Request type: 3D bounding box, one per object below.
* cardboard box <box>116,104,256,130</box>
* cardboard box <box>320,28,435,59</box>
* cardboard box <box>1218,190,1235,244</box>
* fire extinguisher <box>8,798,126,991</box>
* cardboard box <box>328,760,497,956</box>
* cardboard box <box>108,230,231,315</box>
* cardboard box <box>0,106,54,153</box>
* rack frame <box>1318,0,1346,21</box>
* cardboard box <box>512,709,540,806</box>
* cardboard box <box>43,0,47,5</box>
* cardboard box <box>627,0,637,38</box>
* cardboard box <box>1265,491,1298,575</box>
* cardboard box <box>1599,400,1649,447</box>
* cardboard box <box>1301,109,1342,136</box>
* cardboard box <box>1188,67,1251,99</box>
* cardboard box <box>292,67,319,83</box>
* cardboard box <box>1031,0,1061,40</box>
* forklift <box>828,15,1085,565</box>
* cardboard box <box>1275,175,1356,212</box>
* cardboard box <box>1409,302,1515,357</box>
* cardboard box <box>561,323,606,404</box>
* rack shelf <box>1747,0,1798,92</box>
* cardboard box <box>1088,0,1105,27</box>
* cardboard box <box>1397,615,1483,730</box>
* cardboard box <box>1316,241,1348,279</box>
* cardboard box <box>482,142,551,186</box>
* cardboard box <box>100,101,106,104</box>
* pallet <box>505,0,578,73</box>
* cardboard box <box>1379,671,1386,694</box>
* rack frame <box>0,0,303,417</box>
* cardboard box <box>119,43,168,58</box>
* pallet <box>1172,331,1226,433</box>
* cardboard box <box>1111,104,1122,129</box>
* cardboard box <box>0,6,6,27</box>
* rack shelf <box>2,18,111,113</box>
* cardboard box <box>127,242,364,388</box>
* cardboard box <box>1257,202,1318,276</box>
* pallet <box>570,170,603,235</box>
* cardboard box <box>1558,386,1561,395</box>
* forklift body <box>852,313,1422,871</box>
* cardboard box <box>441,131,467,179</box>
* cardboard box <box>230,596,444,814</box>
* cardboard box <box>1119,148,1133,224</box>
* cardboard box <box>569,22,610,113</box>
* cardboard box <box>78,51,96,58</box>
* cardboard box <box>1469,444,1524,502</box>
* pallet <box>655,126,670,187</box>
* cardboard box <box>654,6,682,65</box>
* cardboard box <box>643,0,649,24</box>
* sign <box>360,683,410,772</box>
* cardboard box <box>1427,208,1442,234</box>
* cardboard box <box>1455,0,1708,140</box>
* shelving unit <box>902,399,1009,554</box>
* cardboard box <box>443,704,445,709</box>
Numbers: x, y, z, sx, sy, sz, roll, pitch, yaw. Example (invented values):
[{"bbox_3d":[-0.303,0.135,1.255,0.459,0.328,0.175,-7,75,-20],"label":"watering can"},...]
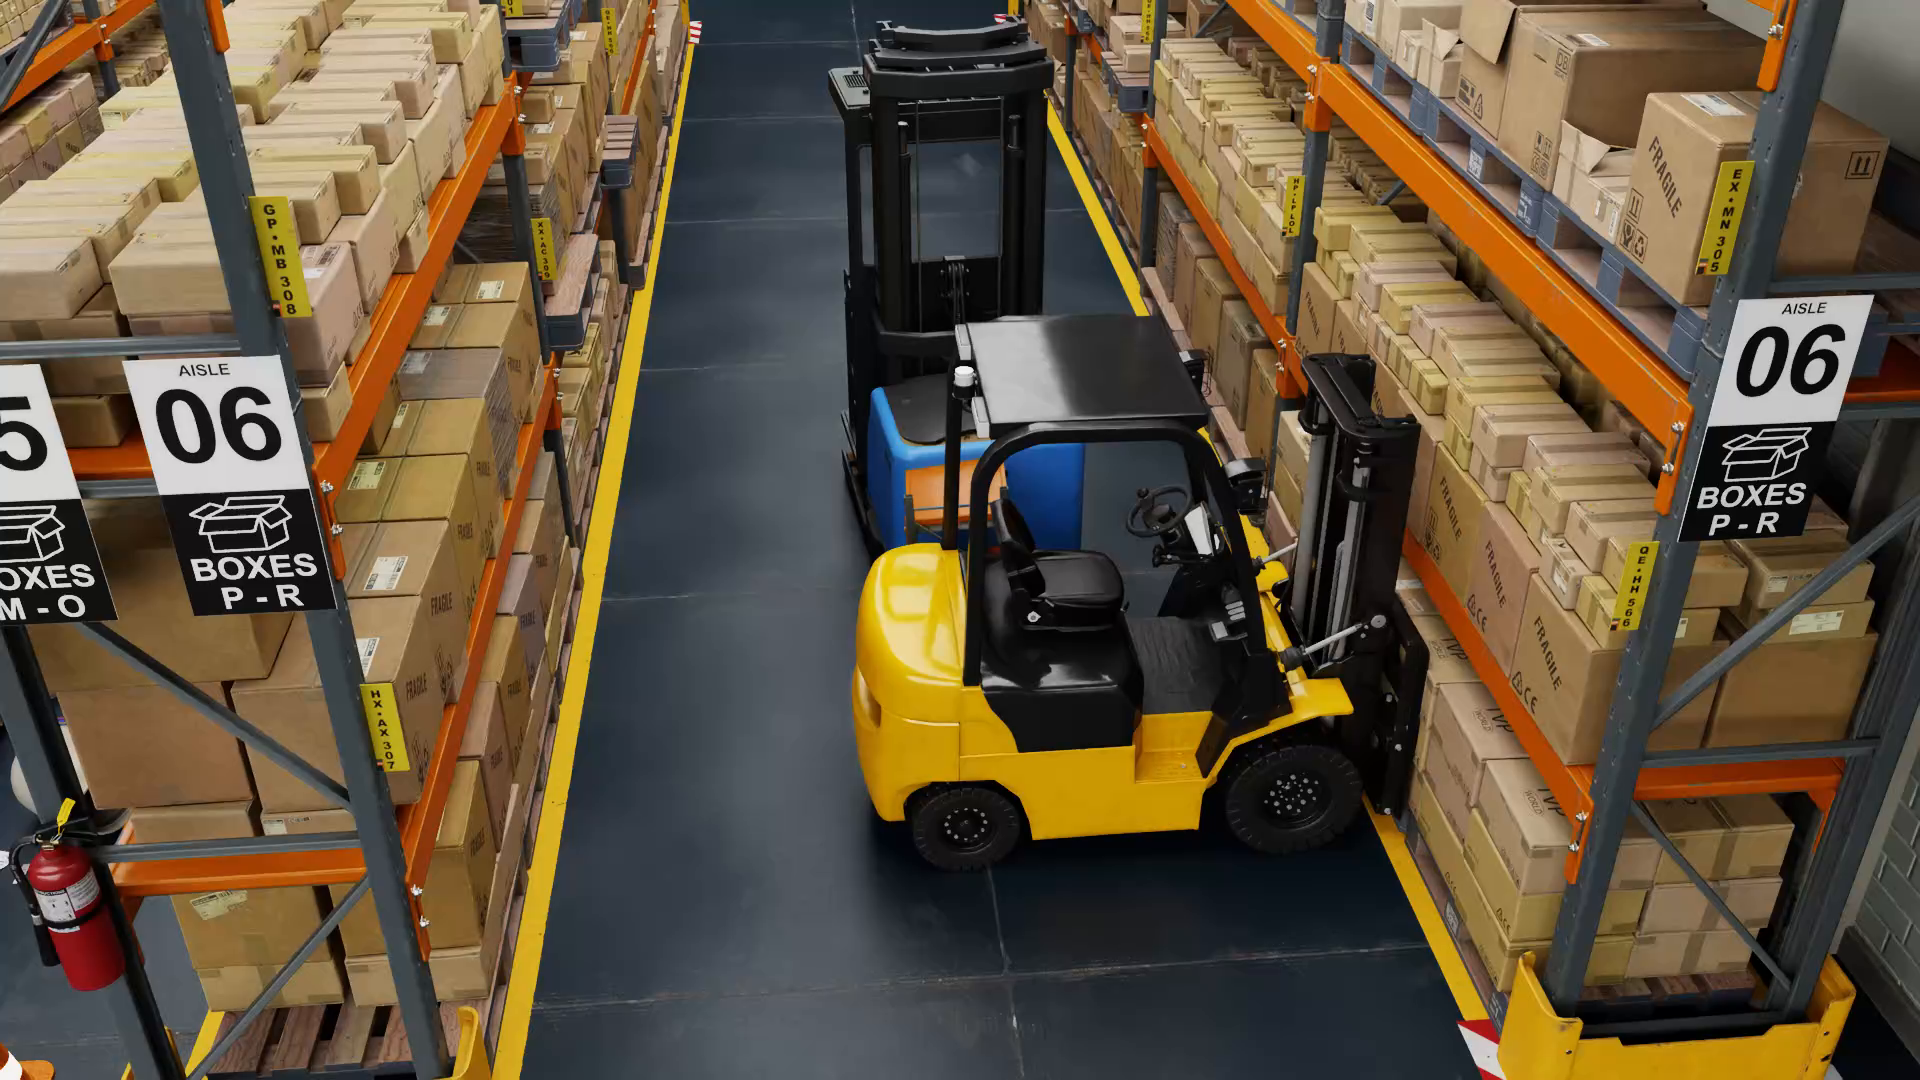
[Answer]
[{"bbox_3d":[-2.622,-1.369,5.659,0.380,0.149,0.250,-4,31,-6],"label":"cardboard box"},{"bbox_3d":[-2.296,-1.915,6.573,0.380,0.149,0.250,-3,31,-6],"label":"cardboard box"},{"bbox_3d":[1.910,-2.007,10.331,0.500,0.250,0.500,-3,31,-4],"label":"cardboard box"},{"bbox_3d":[-2.730,1.081,5.091,0.296,0.674,0.183,-3,31,-5],"label":"fire extinguisher"},{"bbox_3d":[-2.084,1.208,6.343,0.500,0.500,0.500,-4,31,-6],"label":"cardboard box"},{"bbox_3d":[-2.112,-0.747,4.617,0.380,0.149,0.250,-3,31,-5],"label":"cardboard box"},{"bbox_3d":[-7.902,-3.400,13.813,0.500,0.250,0.500,-4,31,-7],"label":"cardboard box"},{"bbox_3d":[2.286,-3.891,7.488,1.000,3.000,0.127,-3,31,-5],"label":"rack frame"},{"bbox_3d":[-2.185,1.003,7.418,0.500,0.250,0.500,-1,31,-1],"label":"cardboard box"},{"bbox_3d":[-8.063,-4.618,14.391,0.380,0.149,0.250,-3,31,-4],"label":"cardboard box"},{"bbox_3d":[-2.946,-4.317,13.711,0.500,0.250,0.500,-2,31,-4],"label":"cardboard box"},{"bbox_3d":[2.002,-0.052,9.184,0.500,0.250,0.500,-2,31,-4],"label":"cardboard box"},{"bbox_3d":[2.754,-0.433,6.530,0.380,0.149,0.250,-2,31,-3],"label":"cardboard box"},{"bbox_3d":[2.371,-2.607,10.459,0.380,0.149,0.250,-2,31,-4],"label":"cardboard box"},{"bbox_3d":[1.762,-3.103,11.290,0.380,0.149,0.250,-2,31,-4],"label":"cardboard box"},{"bbox_3d":[-2.796,-1.670,6.551,0.500,0.250,0.500,-2,31,-4],"label":"cardboard box"},{"bbox_3d":[1.169,-5.794,18.553,0.700,0.500,0.500,-2,31,-3],"label":"cardboard box"},{"bbox_3d":[-0.122,-1.574,9.527,1.130,2.935,3.031,-6,31,-10],"label":"forklift"},{"bbox_3d":[1.991,-1.931,9.328,0.380,0.149,0.250,-3,31,-5],"label":"cardboard box"},{"bbox_3d":[2.220,-0.933,7.367,0.380,0.149,0.250,-3,31,-5],"label":"cardboard box"},{"bbox_3d":[-2.844,-1.117,10.848,0.950,0.372,0.625,-2,31,-3],"label":"cardboard box"},{"bbox_3d":[2.473,-2.389,6.066,1.077,0.370,4.000,-3,31,-5],"label":"rack shelf"},{"bbox_3d":[1.483,-4.700,14.186,0.700,0.500,0.500,-3,31,-5],"label":"cardboard box"},{"bbox_3d":[2.196,0.560,7.184,0.500,0.250,0.500,-2,31,-4],"label":"cardboard box"},{"bbox_3d":[2.054,-1.461,8.541,0.380,0.149,0.250,-3,31,-5],"label":"cardboard box"},{"bbox_3d":[-2.347,-1.962,8.680,0.380,0.149,0.250,-3,31,-5],"label":"cardboard box"},{"bbox_3d":[-8.037,-4.156,15.863,0.380,0.149,0.250,-1,31,-2],"label":"cardboard box"},{"bbox_3d":[-2.607,-2.603,8.440,1.213,0.211,1.003,-3,31,-5],"label":"pallet"},{"bbox_3d":[2.155,0.504,7.765,0.500,0.250,0.500,-3,31,-5],"label":"cardboard box"},{"bbox_3d":[-2.282,-1.609,3.668,1.000,3.000,0.127,-3,31,-5],"label":"rack frame"},{"bbox_3d":[-8.284,-4.940,16.886,0.380,0.149,0.250,-4,31,-7],"label":"cardboard box"},{"bbox_3d":[2.061,-1.117,11.414,1.003,0.211,1.213,-3,31,-5],"label":"pallet"},{"bbox_3d":[1.518,-3.661,14.350,0.380,0.149,0.250,-4,31,-7],"label":"cardboard box"},{"bbox_3d":[-7.961,-4.205,13.410,0.380,0.149,0.250,-3,31,-4],"label":"cardboard box"},{"bbox_3d":[-8.135,-3.541,13.455,1.077,0.370,4.000,-3,31,-5],"label":"rack shelf"},{"bbox_3d":[-2.063,-0.654,4.850,0.500,0.250,0.500,-3,31,-5],"label":"cardboard box"},{"bbox_3d":[1.986,-1.704,9.336,0.500,0.250,0.500,-3,31,-6],"label":"cardboard box"},{"bbox_3d":[-2.803,-2.027,10.405,1.003,0.211,1.213,-3,31,-5],"label":"pallet"},{"bbox_3d":[2.717,-0.698,7.263,0.380,0.149,0.250,-4,31,-6],"label":"cardboard box"},{"bbox_3d":[0.666,0.211,7.300,2.313,2.155,1.214,-3,31,-5],"label":"forklift body"},{"bbox_3d":[-2.240,-1.583,6.794,0.380,0.149,0.250,-2,31,-3],"label":"cardboard box"},{"bbox_3d":[-2.050,0.541,5.531,0.500,0.500,0.500,-3,31,-5],"label":"cardboard box"},{"bbox_3d":[1.623,-2.926,13.752,0.500,0.500,0.500,-3,31,-5],"label":"cardboard box"},{"bbox_3d":[-2.710,-3.250,11.468,0.500,0.500,0.500,-4,31,-6],"label":"cardboard box"},{"bbox_3d":[-8.772,-4.777,16.614,0.380,0.149,0.250,-4,31,-7],"label":"cardboard box"},{"bbox_3d":[2.248,-0.284,6.570,0.380,0.149,0.250,-4,31,-6],"label":"cardboard box"},{"bbox_3d":[-3.256,-3.572,15.525,1.003,0.211,1.213,-3,31,-5],"label":"pallet"},{"bbox_3d":[-3.521,-5.483,18.094,0.875,0.438,0.875,-2,31,-3],"label":"cardboard box"},{"bbox_3d":[-3.110,-4.879,15.139,0.500,0.250,0.500,-3,31,-6],"label":"cardboard box"},{"bbox_3d":[-1.741,0.569,5.028,0.100,0.325,0.005,-3,31,-5],"label":"sign"},{"bbox_3d":[2.617,-1.616,8.510,0.380,0.149,0.250,-3,31,-4],"label":"cardboard box"},{"bbox_3d":[2.363,-1.871,6.424,0.797,0.503,0.637,-2,31,-3],"label":"cardboard box"},{"bbox_3d":[0.005,-0.011,8.633,0.538,1.125,1.048,-5,31,0],"label":"shelving unit"},{"bbox_3d":[-2.089,0.624,6.026,0.380,0.149,0.250,-4,31,-6],"label":"cardboard box"}]
